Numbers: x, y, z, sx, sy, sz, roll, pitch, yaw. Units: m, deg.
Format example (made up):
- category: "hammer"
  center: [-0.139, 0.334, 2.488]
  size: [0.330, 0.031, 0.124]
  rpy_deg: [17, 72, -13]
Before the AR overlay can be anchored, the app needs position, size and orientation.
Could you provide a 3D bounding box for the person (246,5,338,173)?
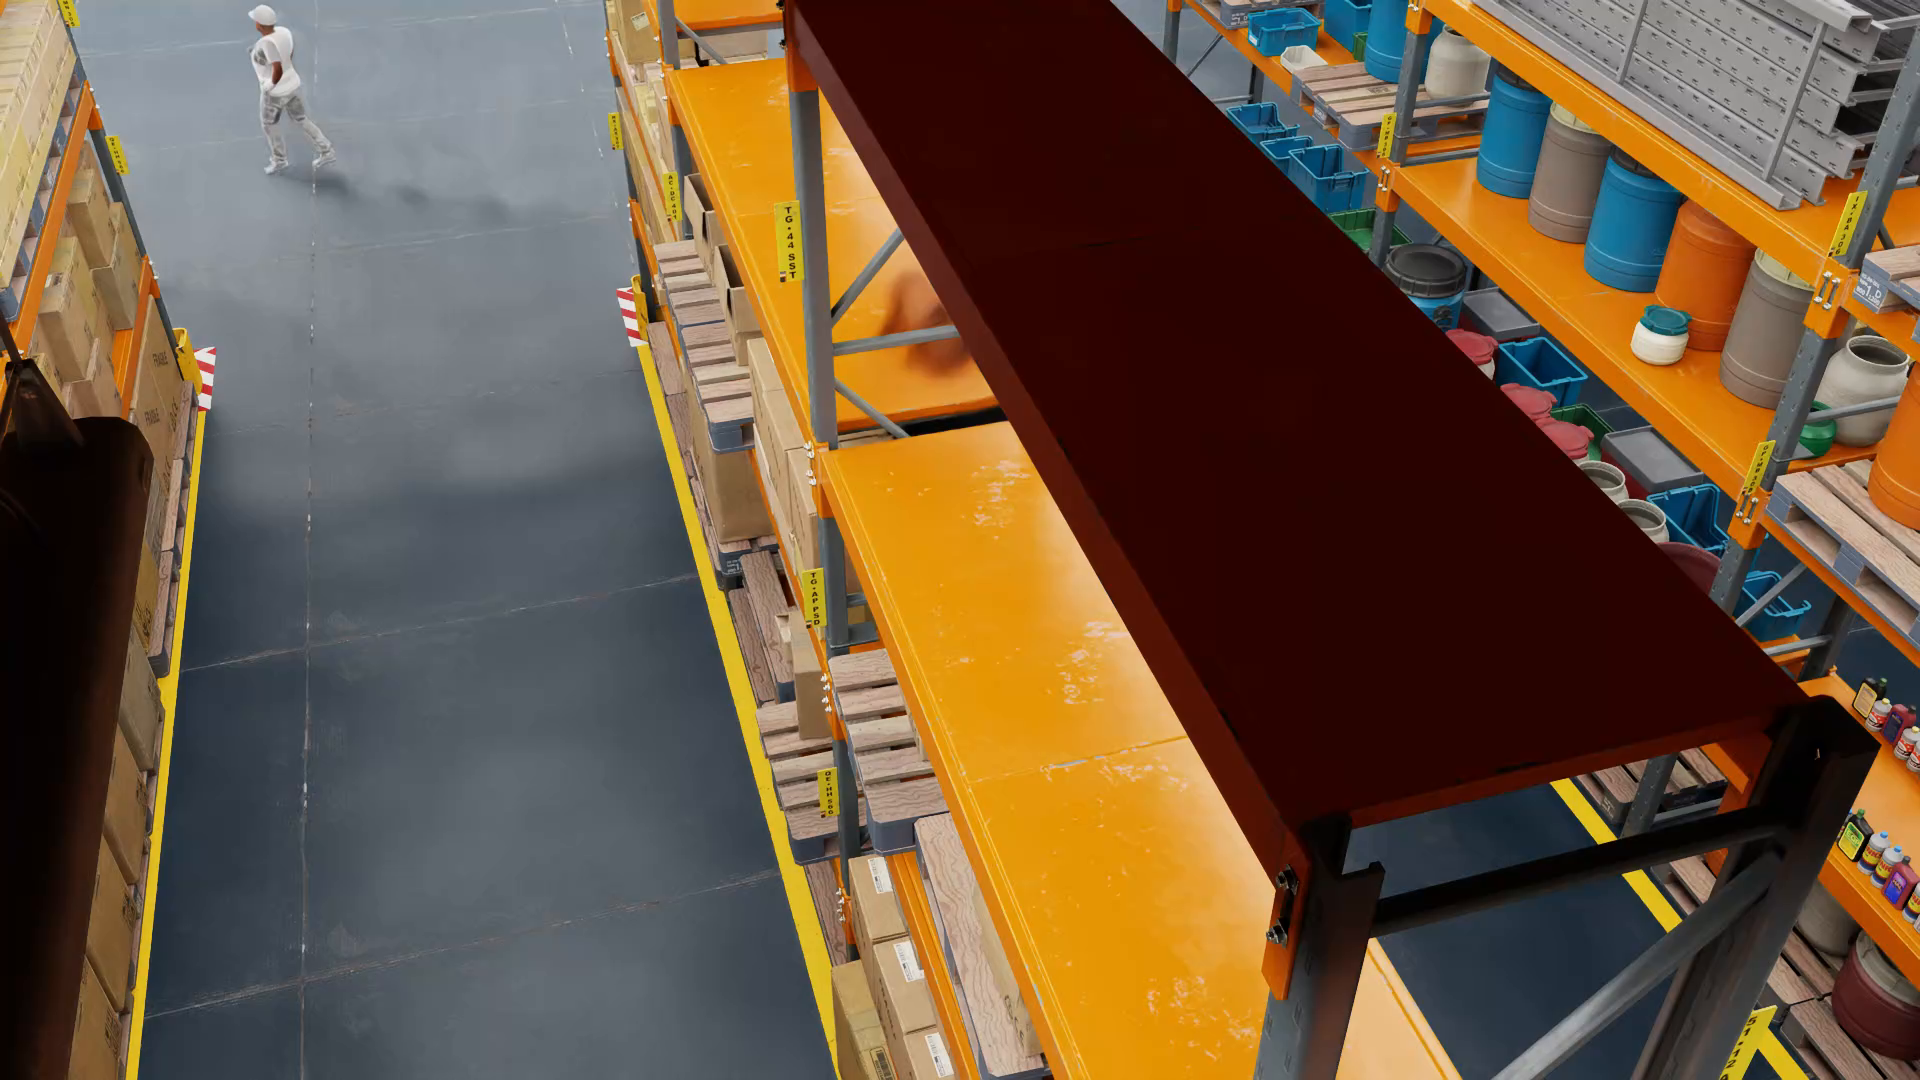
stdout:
- category: "person"
  center: [-7.020, -4.644, 17.219]
  size: [0.828, 1.820, 0.668]
  rpy_deg: [10, 39, 12]
